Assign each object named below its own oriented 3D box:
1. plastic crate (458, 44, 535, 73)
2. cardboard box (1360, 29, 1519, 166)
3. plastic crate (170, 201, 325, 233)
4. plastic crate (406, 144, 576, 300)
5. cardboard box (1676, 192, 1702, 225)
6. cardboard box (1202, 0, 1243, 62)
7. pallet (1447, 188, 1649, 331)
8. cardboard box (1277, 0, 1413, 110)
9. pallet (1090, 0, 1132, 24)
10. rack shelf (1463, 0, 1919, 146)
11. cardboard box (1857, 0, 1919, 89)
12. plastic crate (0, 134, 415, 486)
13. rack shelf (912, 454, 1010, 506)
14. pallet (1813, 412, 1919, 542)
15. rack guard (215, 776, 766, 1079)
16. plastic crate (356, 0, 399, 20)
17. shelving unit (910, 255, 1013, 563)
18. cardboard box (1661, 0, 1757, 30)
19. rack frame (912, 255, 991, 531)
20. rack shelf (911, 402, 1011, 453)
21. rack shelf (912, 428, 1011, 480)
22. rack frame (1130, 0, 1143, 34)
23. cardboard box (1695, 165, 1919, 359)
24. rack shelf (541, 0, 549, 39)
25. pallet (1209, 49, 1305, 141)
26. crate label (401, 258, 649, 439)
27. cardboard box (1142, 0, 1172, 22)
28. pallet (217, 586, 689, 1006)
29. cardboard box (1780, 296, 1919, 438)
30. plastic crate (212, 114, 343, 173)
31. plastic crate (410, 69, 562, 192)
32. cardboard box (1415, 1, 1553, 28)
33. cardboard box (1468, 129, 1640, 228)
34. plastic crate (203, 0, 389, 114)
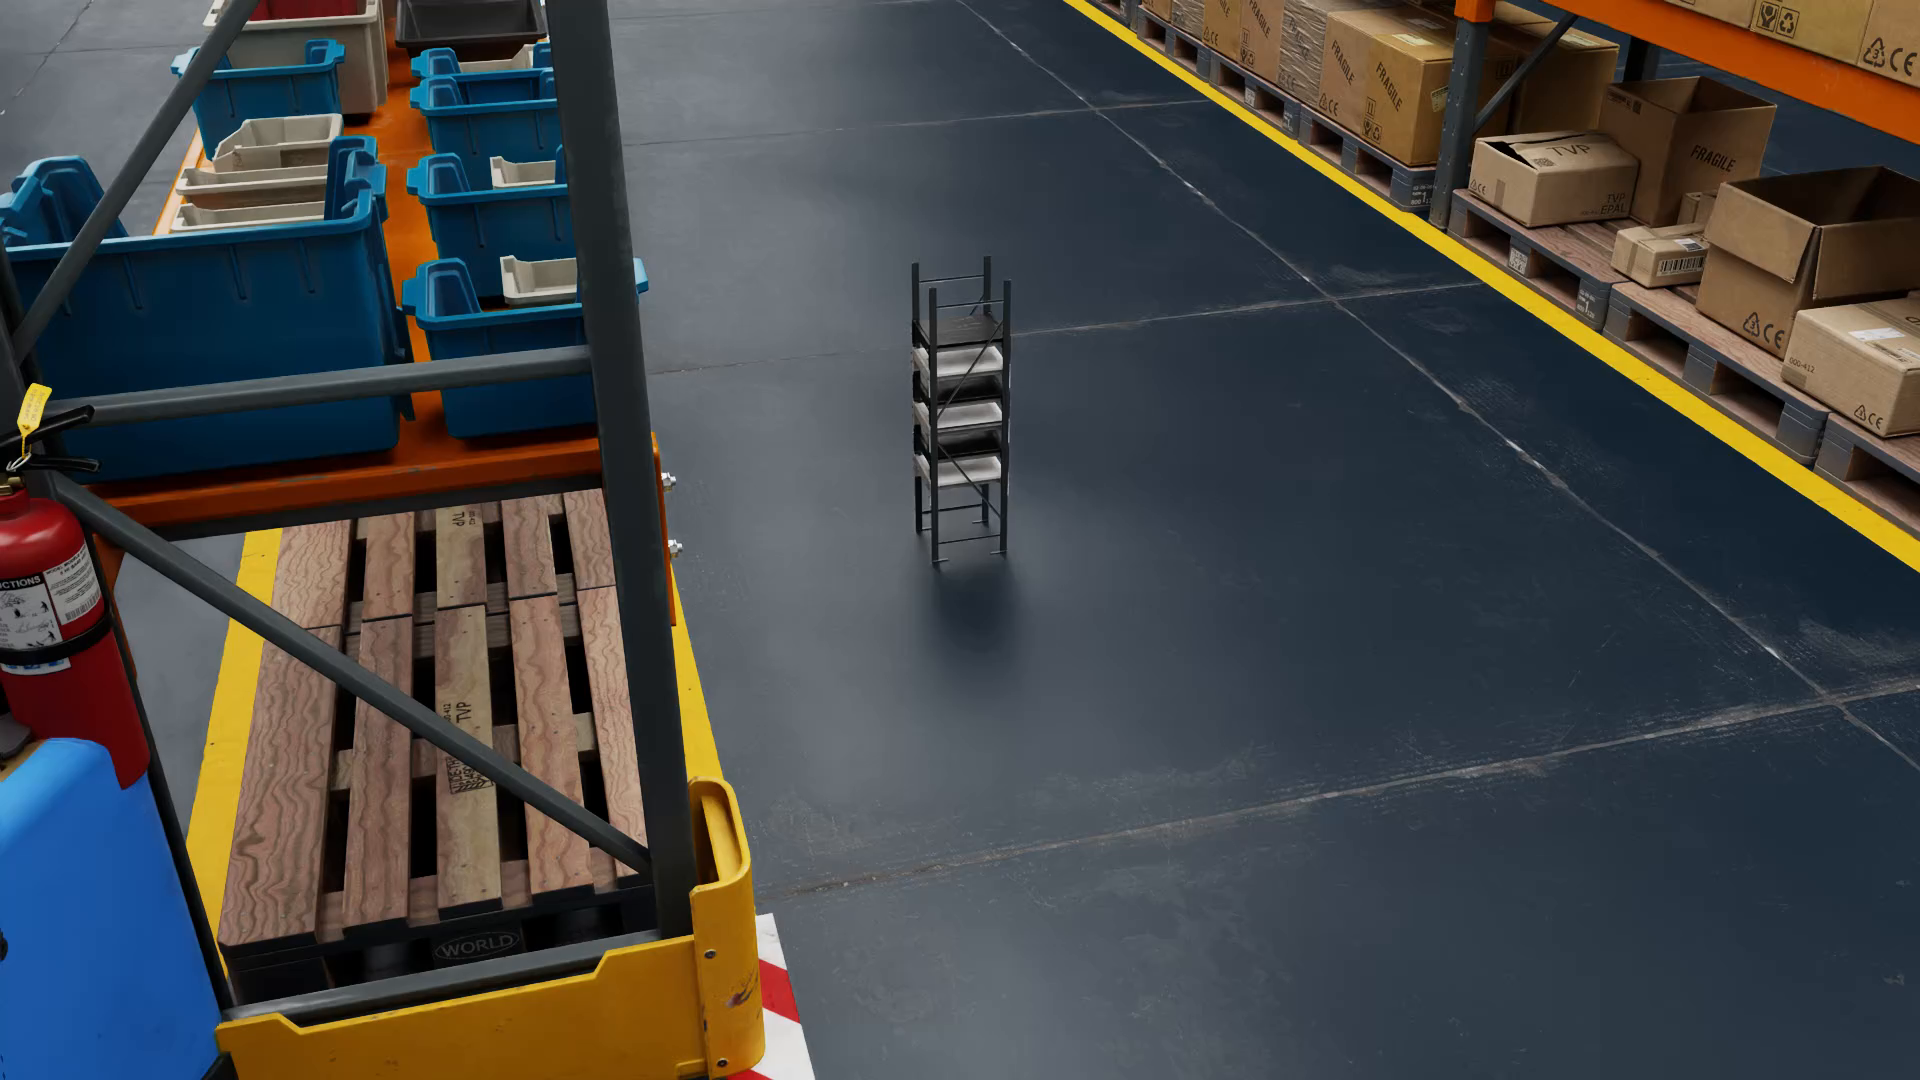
[{"bbox_3d":[-1.325,-1.281,4.672,0.293,0.136,0.466,-8,31,-13],"label":"plastic crate"},{"bbox_3d":[2.293,-2.136,8.001,0.500,0.500,0.500,-8,31,-14],"label":"cardboard box"},{"bbox_3d":[-1.469,-0.662,3.602,0.396,0.136,0.243,-8,31,-13],"label":"plastic crate"},{"bbox_3d":[-0.938,-0.673,3.525,0.416,0.233,0.300,-8,31,-13],"label":"plastic crate"},{"bbox_3d":[3.282,-1.373,7.034,0.380,0.149,0.250,-8,31,-13],"label":"cardboard box"},{"bbox_3d":[1.756,-3.114,9.693,0.500,0.500,0.500,-8,31,-14],"label":"cardboard box"},{"bbox_3d":[2.881,-1.288,7.265,1.003,0.211,1.213,-8,31,-13],"label":"pallet"},{"bbox_3d":[2.037,-2.618,8.834,0.500,0.500,0.500,-7,31,-13],"label":"cardboard box"},{"bbox_3d":[1.457,-3.955,11.872,1.003,0.211,1.213,-8,31,-13],"label":"pallet"},{"bbox_3d":[3.231,-1.550,5.651,1.077,0.370,4.000,-8,31,-13],"label":"rack shelf"},{"bbox_3d":[3.112,-1.610,4.938,0.500,0.500,0.500,-8,31,-13],"label":"cardboard box"},{"bbox_3d":[-1.284,-0.416,2.880,0.616,0.435,0.499,-8,31,-13],"label":"plastic crate"},{"bbox_3d":[0.002,-0.201,5.125,0.258,0.077,0.200,-8,31,-13],"label":"rack shelf"},{"bbox_3d":[3.529,-0.110,5.229,1.003,0.211,1.213,-8,31,-13],"label":"pallet"},{"bbox_3d":[-0.996,0.854,3.276,1.175,0.500,0.348,-8,31,-13],"label":"rack guard"},{"bbox_3d":[-2.091,-1.838,5.635,0.396,0.136,0.243,-8,31,-13],"label":"plastic crate"},{"bbox_3d":[0.002,-0.386,5.018,0.258,0.900,0.210,-8,31,-13],"label":"shelving unit"},{"bbox_3d":[2.842,-2.099,5.782,0.500,0.500,0.500,-8,31,-14],"label":"cardboard box"},{"bbox_3d":[-0.025,-0.435,5.103,0.240,0.900,0.006,-8,31,-13],"label":"rack frame"},{"bbox_3d":[0.002,-0.357,5.034,0.258,0.077,0.200,-8,31,-13],"label":"rack shelf"},{"bbox_3d":[0.002,-0.279,5.080,0.258,0.077,0.200,-8,31,-13],"label":"rack shelf"},{"bbox_3d":[1.638,-4.759,10.477,1.000,3.000,0.127,-8,31,-13],"label":"rack frame"},{"bbox_3d":[3.204,-1.030,6.088,0.797,0.503,0.637,-8,31,-13],"label":"cardboard box"},{"bbox_3d":[-2.608,-2.825,7.854,1.077,0.370,4.000,-8,31,-13],"label":"rack shelf"},{"bbox_3d":[2.120,-2.598,9.528,1.003,0.211,1.213,-8,31,-13],"label":"pallet"},{"bbox_3d":[-0.763,-0.355,2.976,0.416,0.233,0.303,-8,31,-13],"label":"crate label"},{"bbox_3d":[1.484,-3.609,10.548,0.500,0.500,0.500,-7,31,-11],"label":"cardboard box"},{"bbox_3d":[-1.196,0.565,4.063,1.003,0.211,1.213,-8,31,-13],"label":"pallet"},{"bbox_3d":[3.157,-0.588,5.577,0.500,0.250,0.500,-8,31,-13],"label":"cardboard box"},{"bbox_3d":[-1.663,-0.933,4.072,0.298,0.136,0.250,-8,31,-13],"label":"plastic crate"},{"bbox_3d":[-1.113,-0.991,4.074,0.416,0.233,0.300,-8,31,-13],"label":"plastic crate"},{"bbox_3d":[2.654,-2.458,8.558,0.500,0.500,0.500,-7,31,-13],"label":"cardboard box"},{"bbox_3d":[2.603,-1.622,7.303,0.500,0.311,0.500,-8,31,-13],"label":"cardboard box"},{"bbox_3d":[-1.849,-1.383,4.703,0.437,0.282,0.530,-8,31,-13],"label":"plastic crate"}]
